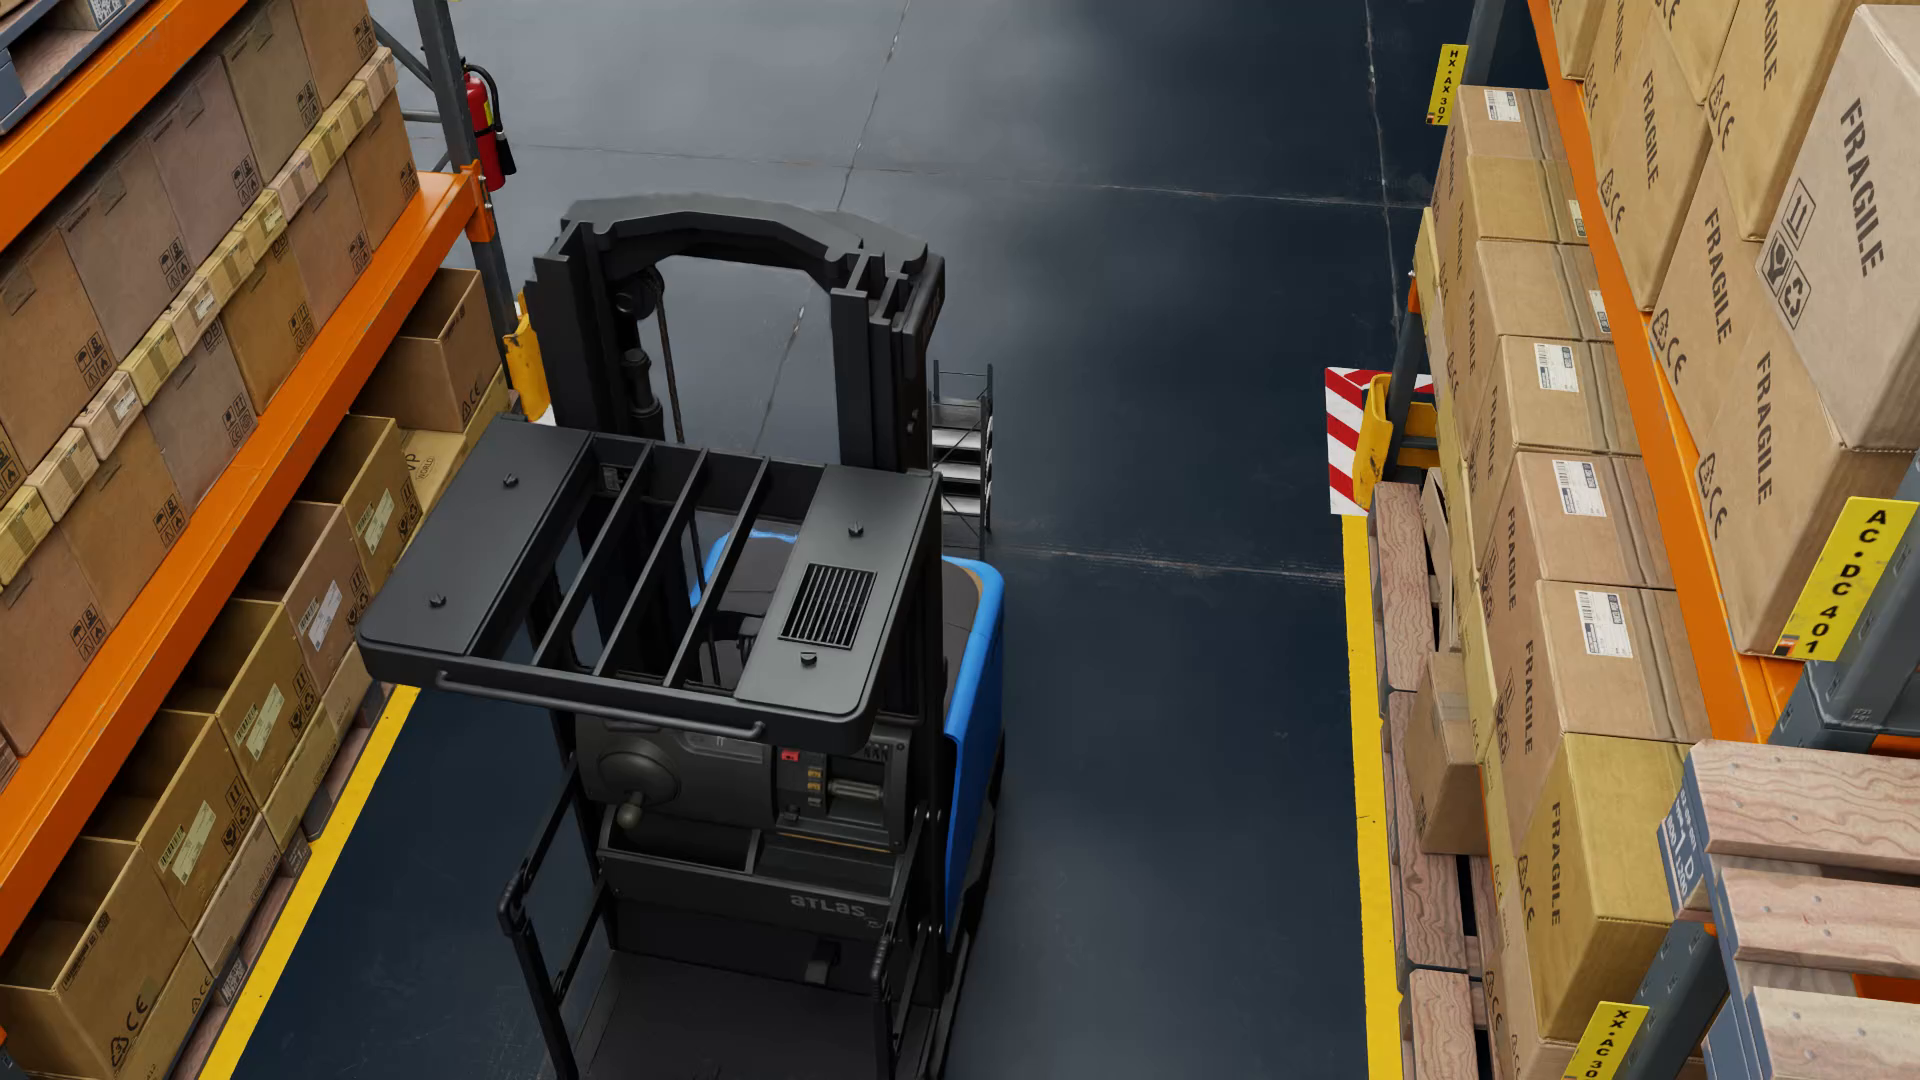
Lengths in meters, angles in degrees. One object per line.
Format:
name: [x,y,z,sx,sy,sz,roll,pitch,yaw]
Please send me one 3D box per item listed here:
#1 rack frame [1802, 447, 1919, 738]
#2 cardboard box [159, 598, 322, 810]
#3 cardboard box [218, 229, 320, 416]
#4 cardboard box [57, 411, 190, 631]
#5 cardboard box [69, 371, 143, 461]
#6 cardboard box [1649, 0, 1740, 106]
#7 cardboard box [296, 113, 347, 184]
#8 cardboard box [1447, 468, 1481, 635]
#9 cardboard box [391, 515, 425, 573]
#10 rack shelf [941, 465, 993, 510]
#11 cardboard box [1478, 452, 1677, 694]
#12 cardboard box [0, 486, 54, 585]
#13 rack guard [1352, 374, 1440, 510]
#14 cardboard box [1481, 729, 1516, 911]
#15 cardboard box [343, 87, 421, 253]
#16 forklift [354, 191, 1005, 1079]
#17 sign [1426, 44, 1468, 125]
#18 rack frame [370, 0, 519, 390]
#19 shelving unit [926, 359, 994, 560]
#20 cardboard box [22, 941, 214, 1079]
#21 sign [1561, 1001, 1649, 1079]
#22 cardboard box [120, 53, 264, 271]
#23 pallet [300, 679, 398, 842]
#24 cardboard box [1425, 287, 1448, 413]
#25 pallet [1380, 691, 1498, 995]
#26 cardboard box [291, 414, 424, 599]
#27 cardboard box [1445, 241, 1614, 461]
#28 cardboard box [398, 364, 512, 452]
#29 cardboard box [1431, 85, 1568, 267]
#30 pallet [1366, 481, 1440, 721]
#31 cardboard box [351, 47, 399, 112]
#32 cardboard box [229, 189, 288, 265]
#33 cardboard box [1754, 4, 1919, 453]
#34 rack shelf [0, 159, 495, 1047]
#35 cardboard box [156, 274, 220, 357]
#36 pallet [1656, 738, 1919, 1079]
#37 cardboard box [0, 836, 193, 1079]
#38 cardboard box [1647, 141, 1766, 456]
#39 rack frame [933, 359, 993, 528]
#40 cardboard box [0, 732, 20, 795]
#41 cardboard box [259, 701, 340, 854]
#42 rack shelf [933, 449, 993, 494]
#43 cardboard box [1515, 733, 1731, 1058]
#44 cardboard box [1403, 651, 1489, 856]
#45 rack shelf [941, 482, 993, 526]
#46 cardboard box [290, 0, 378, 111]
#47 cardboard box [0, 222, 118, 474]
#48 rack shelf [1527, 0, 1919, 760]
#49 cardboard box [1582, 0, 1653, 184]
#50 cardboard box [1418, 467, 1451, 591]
rack frame: [1.839,-0.795,1.544,1.000,3.000,0.127,5,44,6]
cardboard box: [-2.568,0.541,5.646,0.500,0.500,0.500,5,44,6]
cardboard box: [-2.753,-0.813,5.854,0.700,0.500,0.500,6,44,6]
cardboard box: [-2.886,-0.105,5.106,0.700,0.500,0.500,6,44,6]
cardboard box: [-2.678,-0.380,4.925,0.380,0.149,0.250,4,44,4]
cardboard box: [1.757,-1.209,3.350,0.500,0.500,0.500,4,44,4]
cardboard box: [-2.471,-1.431,6.036,0.380,0.149,0.250,5,44,5]
cardboard box: [1.792,0.055,5.105,0.500,0.250,0.500,6,44,6]
cardboard box: [-2.439,0.131,6.624,0.500,0.250,0.500,5,44,6]
rack shelf: [-0.001,-0.232,7.020,0.258,0.077,0.200,5,44,6]
cardboard box: [1.733,0.125,4.485,0.500,0.500,0.500,4,44,4]
cardboard box: [-2.745,-0.027,4.553,0.380,0.149,0.250,5,44,5]
rack guard: [2.358,-0.383,7.291,1.175,0.500,0.348,5,44,6]
cardboard box: [1.675,0.742,4.379,0.500,0.250,0.500,5,44,6]
cardboard box: [-2.617,-1.509,6.590,0.700,0.500,0.500,5,44,6]
forklift: [-0.635,0.721,4.357,1.130,2.935,3.031,8,44,8]
sign: [1.830,-1.706,6.240,0.100,0.325,0.005,5,44,6]
rack frame: [-2.543,-1.790,6.959,1.000,3.000,0.127,5,44,6]
shelving unit: [-0.001,-0.321,6.935,0.258,0.900,0.210,5,44,6]
cardboard box: [-2.710,1.494,5.185,0.500,0.250,0.500,5,44,6]
sign: [1.300,1.025,3.356,0.100,0.325,0.005,5,44,6]
cardboard box: [-2.754,-1.242,5.364,0.700,0.500,0.500,5,44,6]
pallet: [-2.766,0.577,6.487,1.003,0.211,1.213,5,44,6]
cardboard box: [1.934,-0.636,5.835,0.500,0.250,0.500,4,44,4]
pallet: [2.052,1.102,5.933,1.003,0.211,1.213,5,44,6]
cardboard box: [-2.436,-0.141,6.366,0.500,0.500,0.500,5,44,6]
cardboard box: [1.857,-0.582,5.232,0.500,0.500,0.500,4,44,4]
cardboard box: [-2.321,-0.552,7.345,0.500,0.250,0.500,5,44,6]
cardboard box: [2.007,-1.269,5.958,0.500,0.500,0.500,5,44,6]
pallet: [2.216,0.273,6.809,1.003,0.211,1.213,5,44,6]
cardboard box: [-2.404,-1.784,6.408,0.380,0.149,0.250,5,44,5]
cardboard box: [-2.541,-1.081,5.666,0.380,0.149,0.250,6,44,7]
cardboard box: [1.637,-0.478,2.577,0.500,0.500,0.500,2,43,2]
rack shelf: [-2.807,-0.166,5.767,1.077,0.370,4.000,5,44,6]
cardboard box: [-2.607,-0.727,5.291,0.380,0.149,0.250,5,44,5]
pallet: [1.652,0.774,2.206,1.213,0.211,1.003,5,44,6]
cardboard box: [-2.700,1.222,4.927,0.500,0.500,0.500,5,44,6]
cardboard box: [1.740,-0.459,3.284,0.500,0.500,0.500,2,43,2]
rack frame: [0.012,-0.391,7.008,0.240,0.900,0.006,5,44,6]
cardboard box: [-3.019,0.597,4.365,0.700,0.500,0.500,4,44,4]
cardboard box: [-2.567,0.813,5.904,0.500,0.250,0.500,5,44,6]
rack shelf: [-0.001,-0.297,6.958,0.258,0.077,0.200,5,44,6]
cardboard box: [1.595,0.808,3.764,0.500,0.500,0.500,5,44,5]
cardboard box: [1.965,0.753,5.771,0.700,0.500,0.500,3,44,3]
rack shelf: [-0.001,-0.166,7.081,0.258,0.077,0.200,5,44,6]
cardboard box: [-2.624,-1.944,6.106,0.700,0.500,0.500,5,44,6]
cardboard box: [-2.887,-0.560,4.644,0.700,0.500,0.500,5,44,5]
rack shelf: [2.104,-0.807,4.262,1.077,0.370,4.000,5,44,6]
cardboard box: [1.855,-1.186,4.052,0.500,0.500,0.500,8,44,8]
cardboard box: [2.187,-0.062,6.770,0.500,0.311,0.500,1,43,1]
